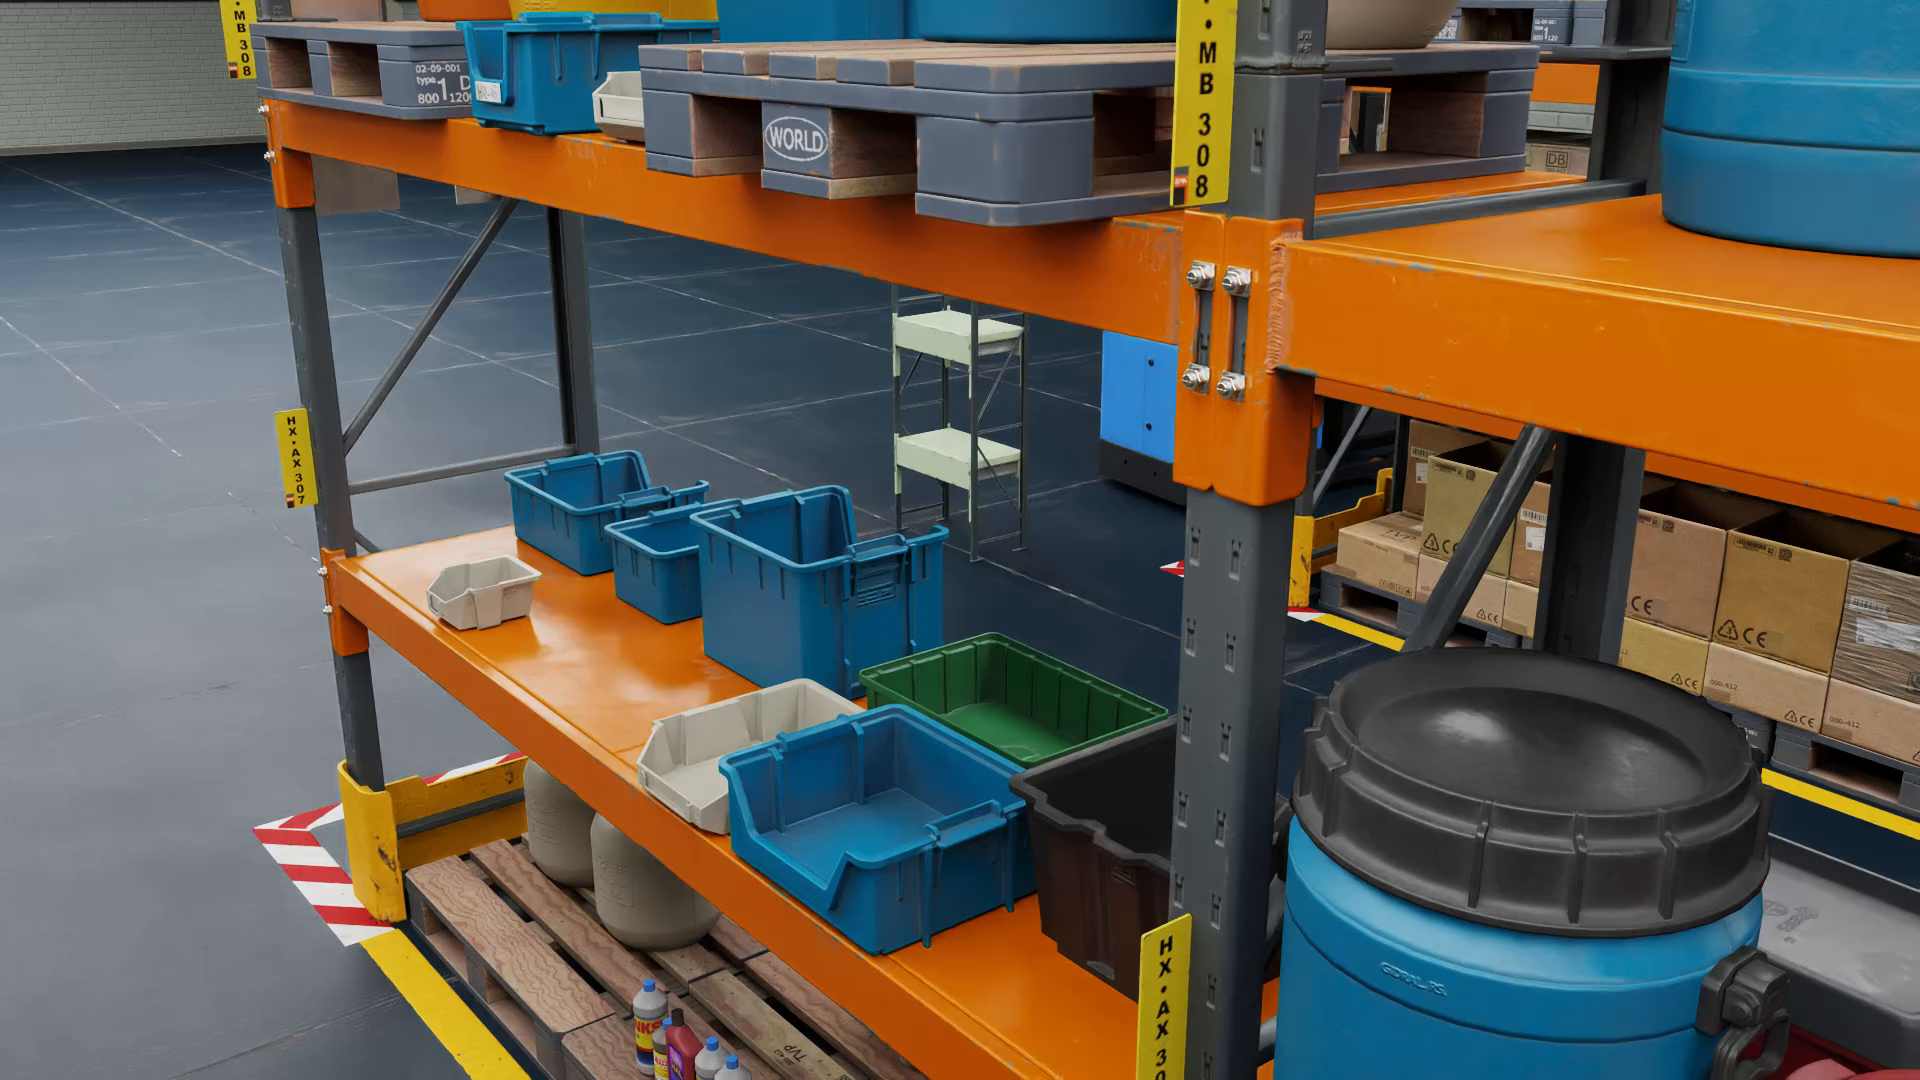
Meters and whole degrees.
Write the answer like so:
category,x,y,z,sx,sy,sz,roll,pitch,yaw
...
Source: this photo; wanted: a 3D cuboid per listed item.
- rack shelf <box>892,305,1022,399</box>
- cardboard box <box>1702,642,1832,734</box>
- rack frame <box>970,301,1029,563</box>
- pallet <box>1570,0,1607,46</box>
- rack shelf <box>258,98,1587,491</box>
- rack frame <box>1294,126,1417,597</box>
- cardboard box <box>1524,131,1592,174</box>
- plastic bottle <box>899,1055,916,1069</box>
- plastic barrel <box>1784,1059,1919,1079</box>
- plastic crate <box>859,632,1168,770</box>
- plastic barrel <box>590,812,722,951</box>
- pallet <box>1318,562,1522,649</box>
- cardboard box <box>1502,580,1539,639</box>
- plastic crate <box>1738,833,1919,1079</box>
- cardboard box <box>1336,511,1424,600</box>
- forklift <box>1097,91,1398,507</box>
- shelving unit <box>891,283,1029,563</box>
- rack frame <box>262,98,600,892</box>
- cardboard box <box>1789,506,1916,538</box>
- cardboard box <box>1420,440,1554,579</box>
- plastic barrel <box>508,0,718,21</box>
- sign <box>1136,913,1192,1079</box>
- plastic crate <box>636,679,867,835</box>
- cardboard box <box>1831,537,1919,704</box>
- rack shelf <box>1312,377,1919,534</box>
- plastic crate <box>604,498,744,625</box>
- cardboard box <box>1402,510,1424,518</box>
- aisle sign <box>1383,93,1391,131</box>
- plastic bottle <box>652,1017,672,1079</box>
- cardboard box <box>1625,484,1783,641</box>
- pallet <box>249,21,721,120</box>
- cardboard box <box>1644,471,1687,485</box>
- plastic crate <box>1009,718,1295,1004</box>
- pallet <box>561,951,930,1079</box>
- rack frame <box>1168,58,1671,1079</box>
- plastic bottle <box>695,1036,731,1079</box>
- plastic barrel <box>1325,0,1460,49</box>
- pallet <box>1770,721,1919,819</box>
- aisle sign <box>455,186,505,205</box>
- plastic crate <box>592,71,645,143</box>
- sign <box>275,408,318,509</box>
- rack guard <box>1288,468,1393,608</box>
category,x,y,z,sx,sy,sz,roll,pitch,yaw
rack shelf,-0.004,-1.084,9.509,0.431,0.370,0.720,-14,23,-36
cardboard box,3.542,0.567,7.085,0.500,0.250,0.500,-14,23,-36
rack frame,0.223,-0.623,9.359,0.400,1.500,0.023,-14,23,-36
pallet,3.323,-2.109,6.830,1.003,0.211,1.213,-14,23,-36
rack shelf,-0.501,-0.831,3.974,1.077,0.370,4.000,-14,23,-36
rack frame,2.143,-1.208,8.738,1.000,3.000,0.127,-14,23,-36
cardboard box,2.786,-1.612,7.736,0.700,0.500,0.500,-15,23,-38
plastic bottle,-0.124,1.375,4.689,0.097,0.201,0.097,0,18,0
plastic barrel,1.163,0.958,1.982,0.433,0.535,0.433,0,18,0
plastic crate,0.119,0.455,4.054,0.450,0.188,0.662,-14,23,-36
plastic barrel,-0.963,1.011,5.328,0.421,0.512,0.421,0,18,0
pallet,2.650,0.296,8.632,1.003,0.211,1.213,-14,23,-36
cardboard box,2.925,0.320,7.831,0.500,0.250,0.500,-14,23,-36
plastic crate,1.282,0.773,2.654,0.402,0.464,0.583,-14,23,-36
cardboard box,2.301,0.074,8.574,0.500,0.250,0.500,-14,23,-36
forklift,2.426,-1.899,10.934,3.031,2.935,1.130,-11,21,-30
shelving unit,-0.004,-0.714,9.632,0.431,1.500,0.755,-14,23,-36
rack frame,-1.743,-0.242,5.821,1.000,3.000,0.127,-14,23,-36
cardboard box,3.963,0.106,7.283,0.500,0.500,0.500,-14,23,-36
cardboard box,2.613,-0.159,8.085,0.500,0.500,0.500,-14,23,-36
plastic barrel,-0.935,-1.698,4.480,0.600,0.588,0.600,0,18,0
sign,0.303,0.717,2.485,0.100,0.325,0.005,-14,23,-36
plastic crate,-0.466,0.518,3.945,0.530,0.136,0.437,-14,23,-36
cardboard box,3.866,0.331,6.605,0.500,0.500,0.500,-14,23,-36
rack shelf,3.384,-0.373,7.362,1.077,0.370,4.000,-14,23,-36
plastic crate,-0.798,0.055,5.161,0.499,0.251,0.408,-14,23,-36
cardboard box,2.707,-0.027,8.879,0.500,0.250,0.500,-14,23,-36
aisle sign,2.332,-2.515,8.551,0.394,0.787,0.004,-14,23,-36
plastic bottle,-0.797,1.411,4.582,0.097,0.201,0.097,0,18,0
cardboard box,3.231,0.088,7.338,0.500,0.500,0.500,-14,23,-36
pallet,-1.306,-1.353,4.706,1.003,0.211,1.213,-14,23,-36
cardboard box,3.341,-0.140,8.027,0.500,0.500,0.500,-14,23,-36
plastic crate,0.516,0.619,3.318,0.767,0.338,0.504,-14,23,-36
pallet,-0.405,1.593,4.715,1.003,0.211,1.213,-14,23,-36
rack frame,0.741,0.744,2.844,1.000,3.000,0.127,-14,23,-36
plastic bottle,-0.648,1.437,4.393,0.097,0.271,0.097,0,18,0
plastic barrel,0.628,-1.077,2.725,0.421,0.512,0.421,0,18,0
pallet,4.165,0.898,6.816,1.003,0.211,1.213,-14,23,-36
aisle sign,-1.554,-1.552,5.641,0.394,0.787,0.004,-14,23,-36
plastic crate,-0.572,-0.872,3.370,0.243,0.136,0.396,-14,23,-36
sign,-2.176,-0.267,5.456,0.100,0.325,0.005,-14,23,-36
rack guard,2.128,-0.027,9.148,1.175,0.500,0.348,-14,23,-36
